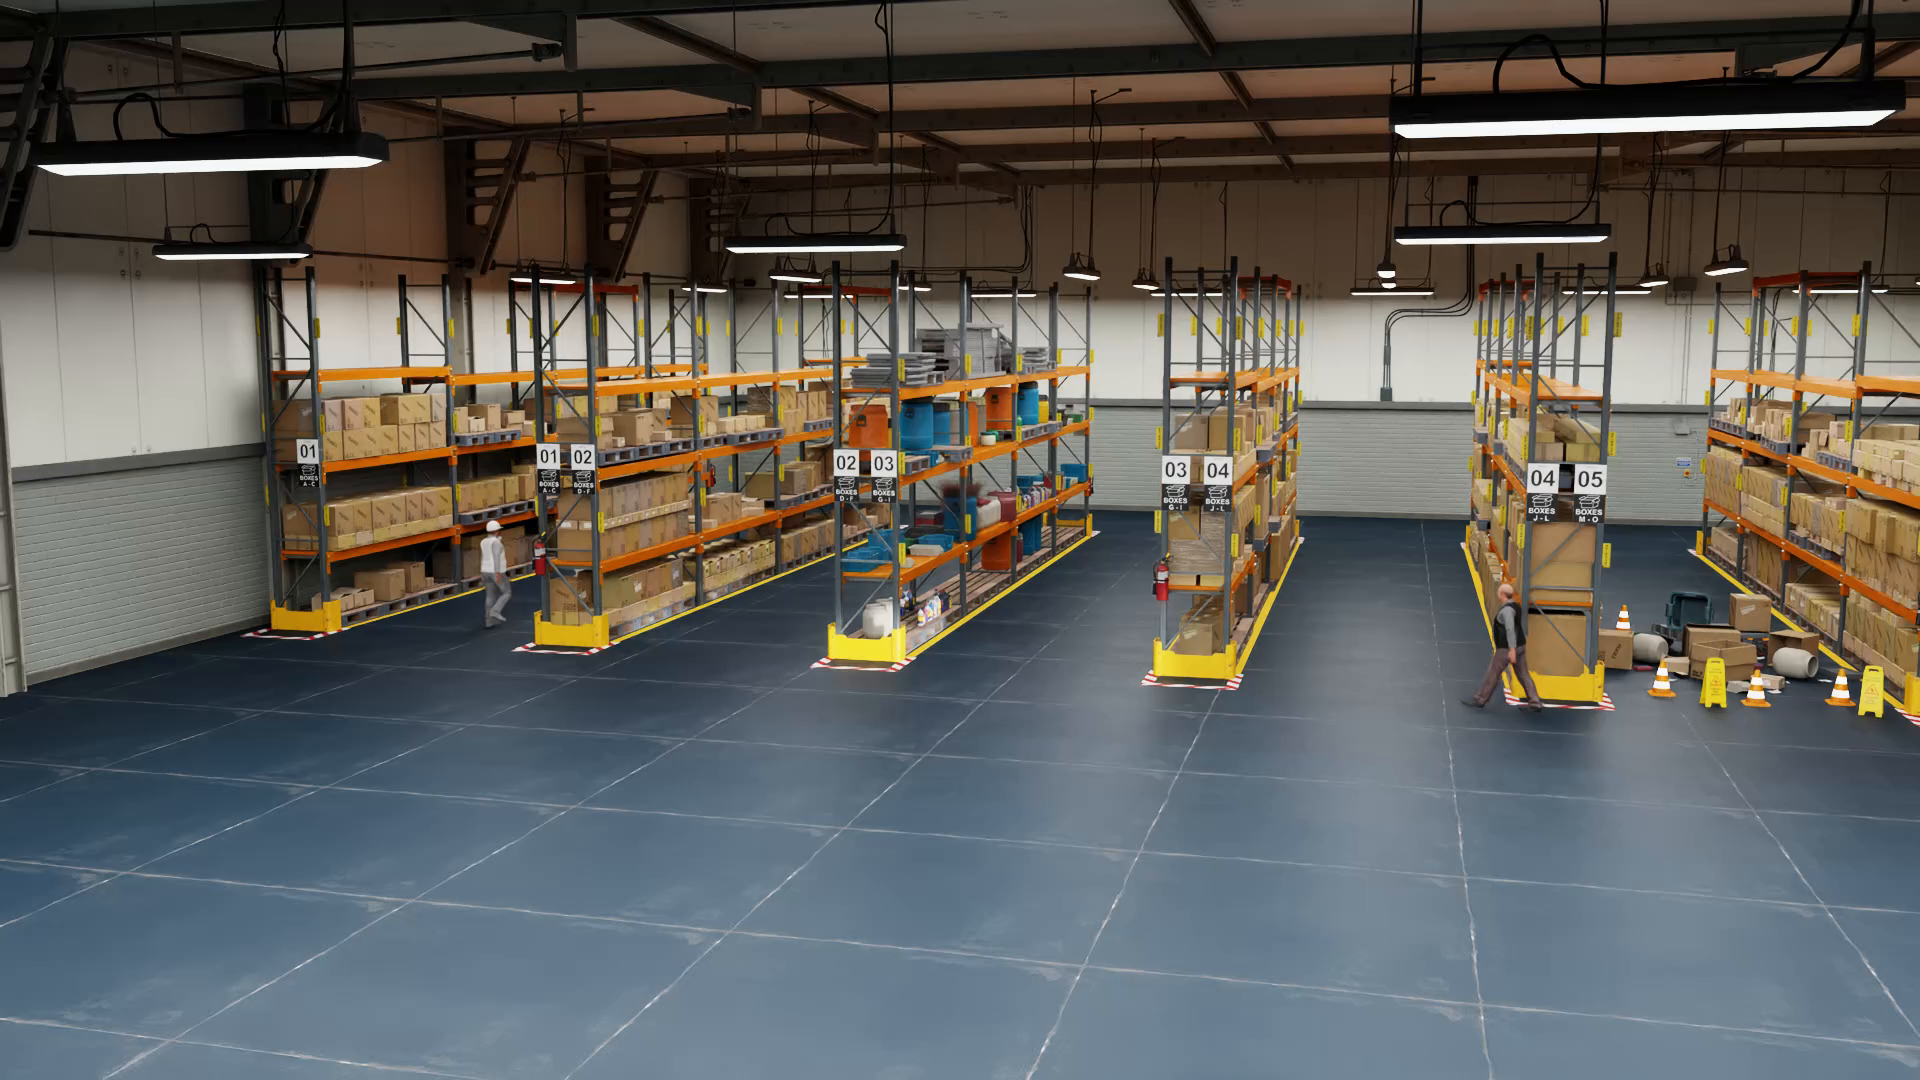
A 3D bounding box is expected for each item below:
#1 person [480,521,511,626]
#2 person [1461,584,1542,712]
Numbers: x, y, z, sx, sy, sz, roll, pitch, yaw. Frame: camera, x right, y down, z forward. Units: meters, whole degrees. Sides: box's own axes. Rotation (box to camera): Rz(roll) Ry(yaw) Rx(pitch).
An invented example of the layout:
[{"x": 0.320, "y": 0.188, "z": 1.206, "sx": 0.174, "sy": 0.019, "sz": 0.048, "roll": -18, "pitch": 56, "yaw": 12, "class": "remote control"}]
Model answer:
[{"x": -7.893, "y": 0.560, "z": 28.113, "sx": 0.580, "sy": 1.762, "sz": 0.519, "roll": 3, "pitch": 8, "yaw": 24, "class": "person"}, {"x": 7.153, "y": 1.399, "z": 21.790, "sx": 1.021, "sy": 1.651, "sz": 0.568, "roll": 6, "pitch": 9, "yaw": 39, "class": "person"}]
